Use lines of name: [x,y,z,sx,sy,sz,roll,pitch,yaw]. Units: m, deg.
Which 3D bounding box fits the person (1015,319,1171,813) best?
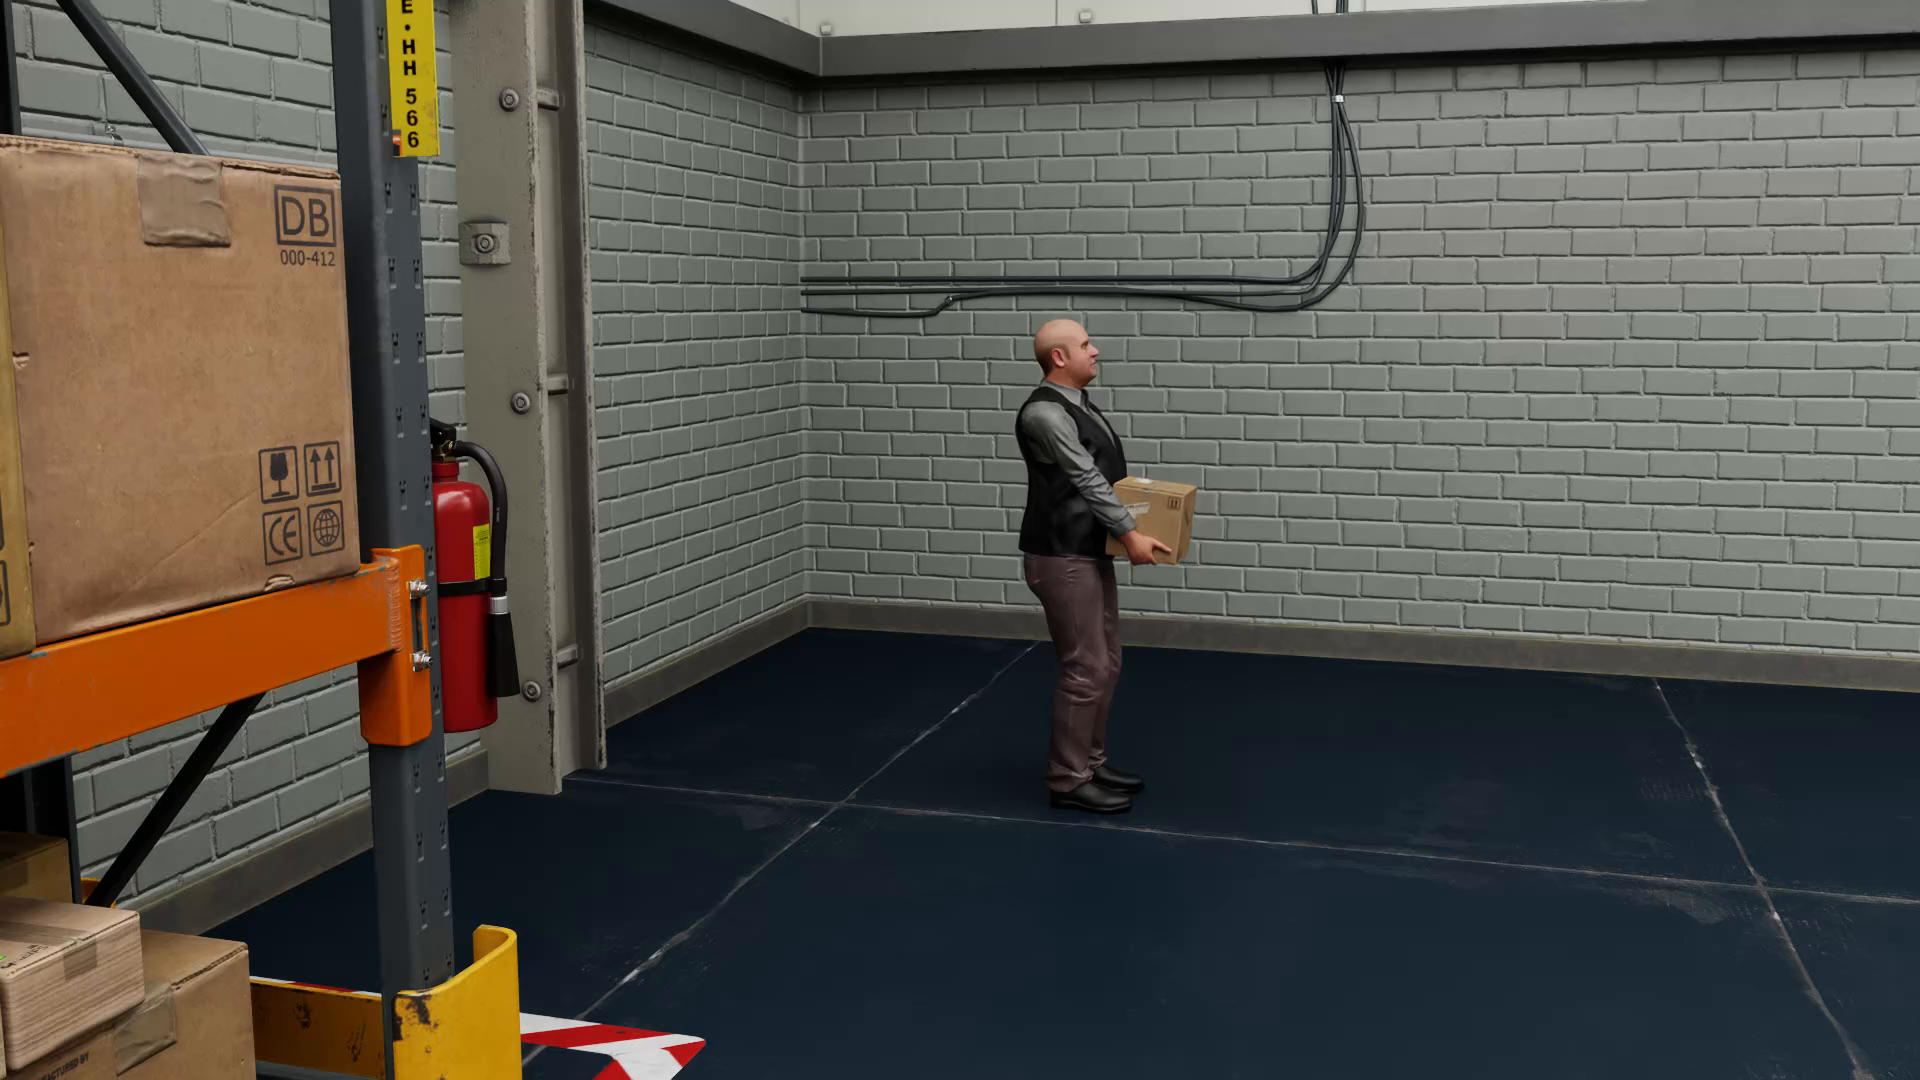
person: [0.497,0.081,5.889,0.558,1.711,0.494,3,9,17]
